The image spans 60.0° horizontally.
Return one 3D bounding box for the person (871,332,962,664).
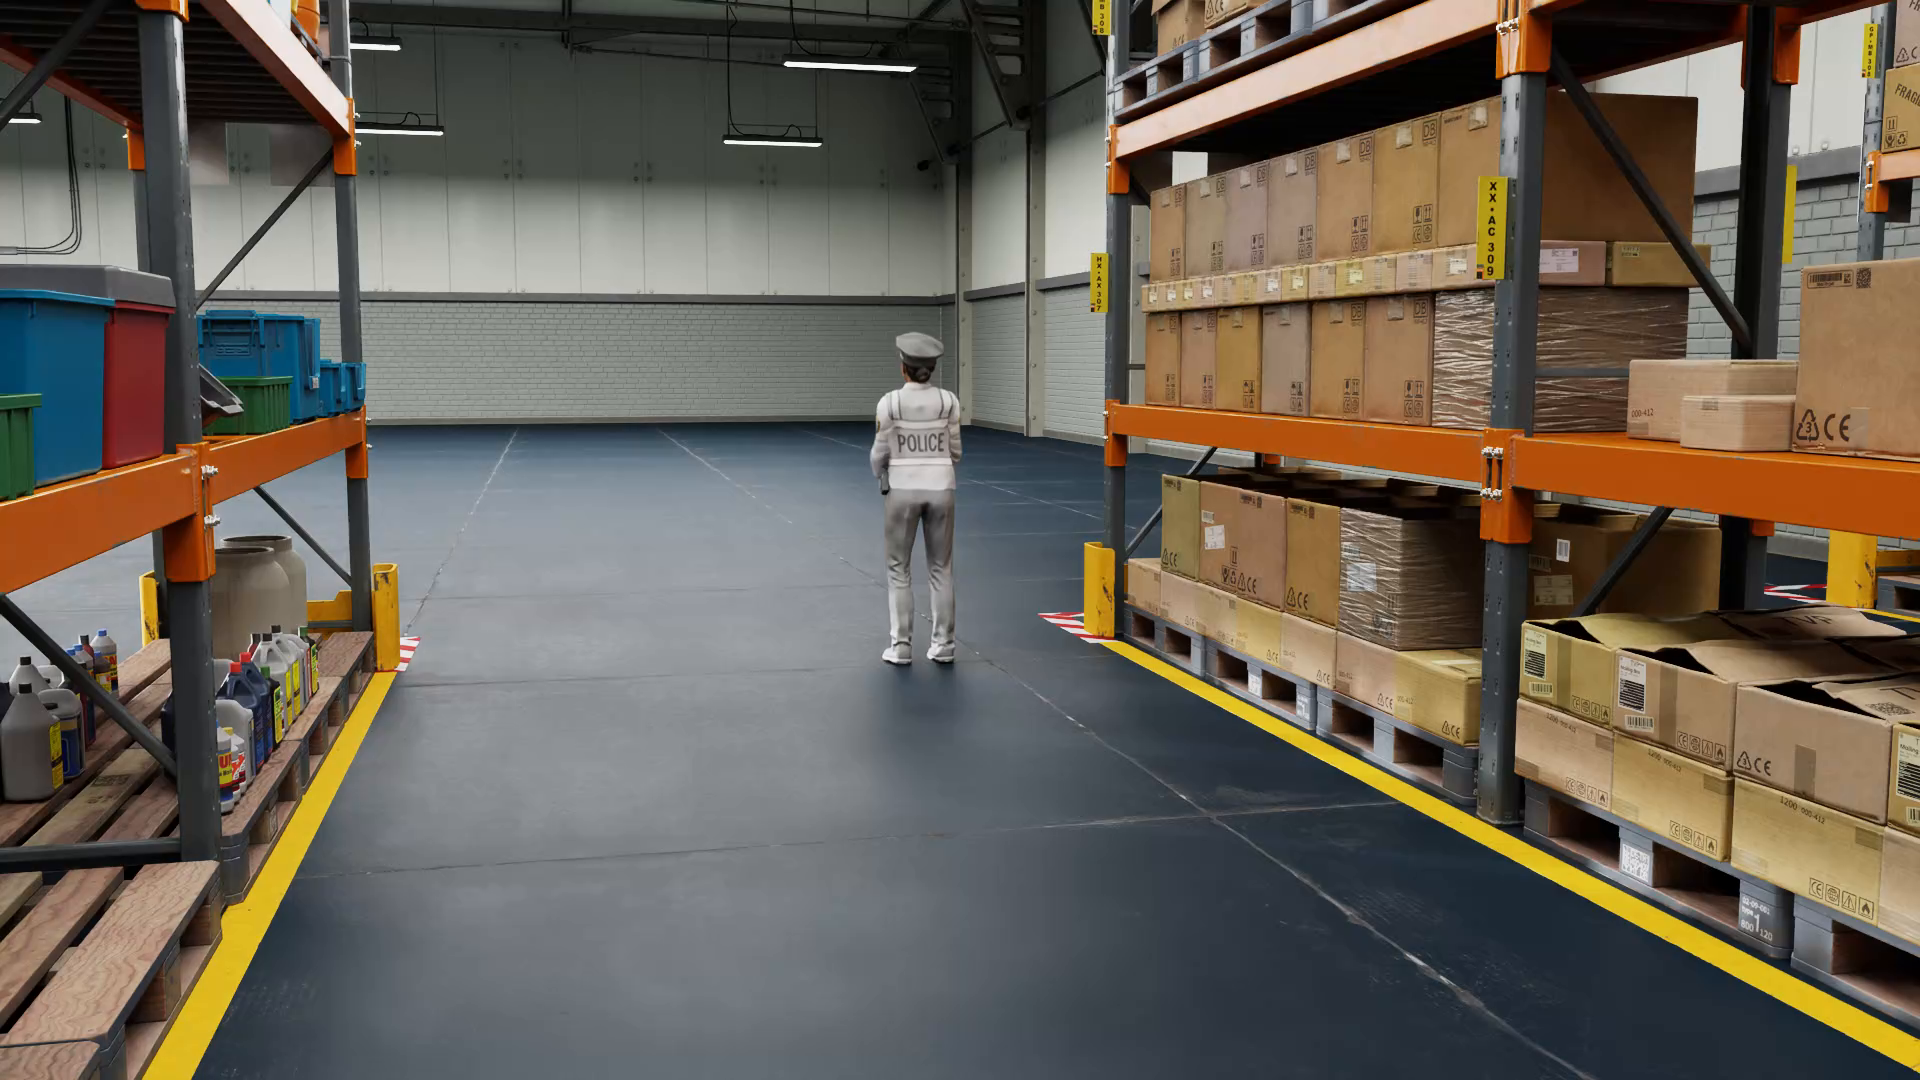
[{"bbox_3d":[-0.229,-0.219,8.544,0.469,1.690,0.550,-2,6,-14],"label":"person"}]
